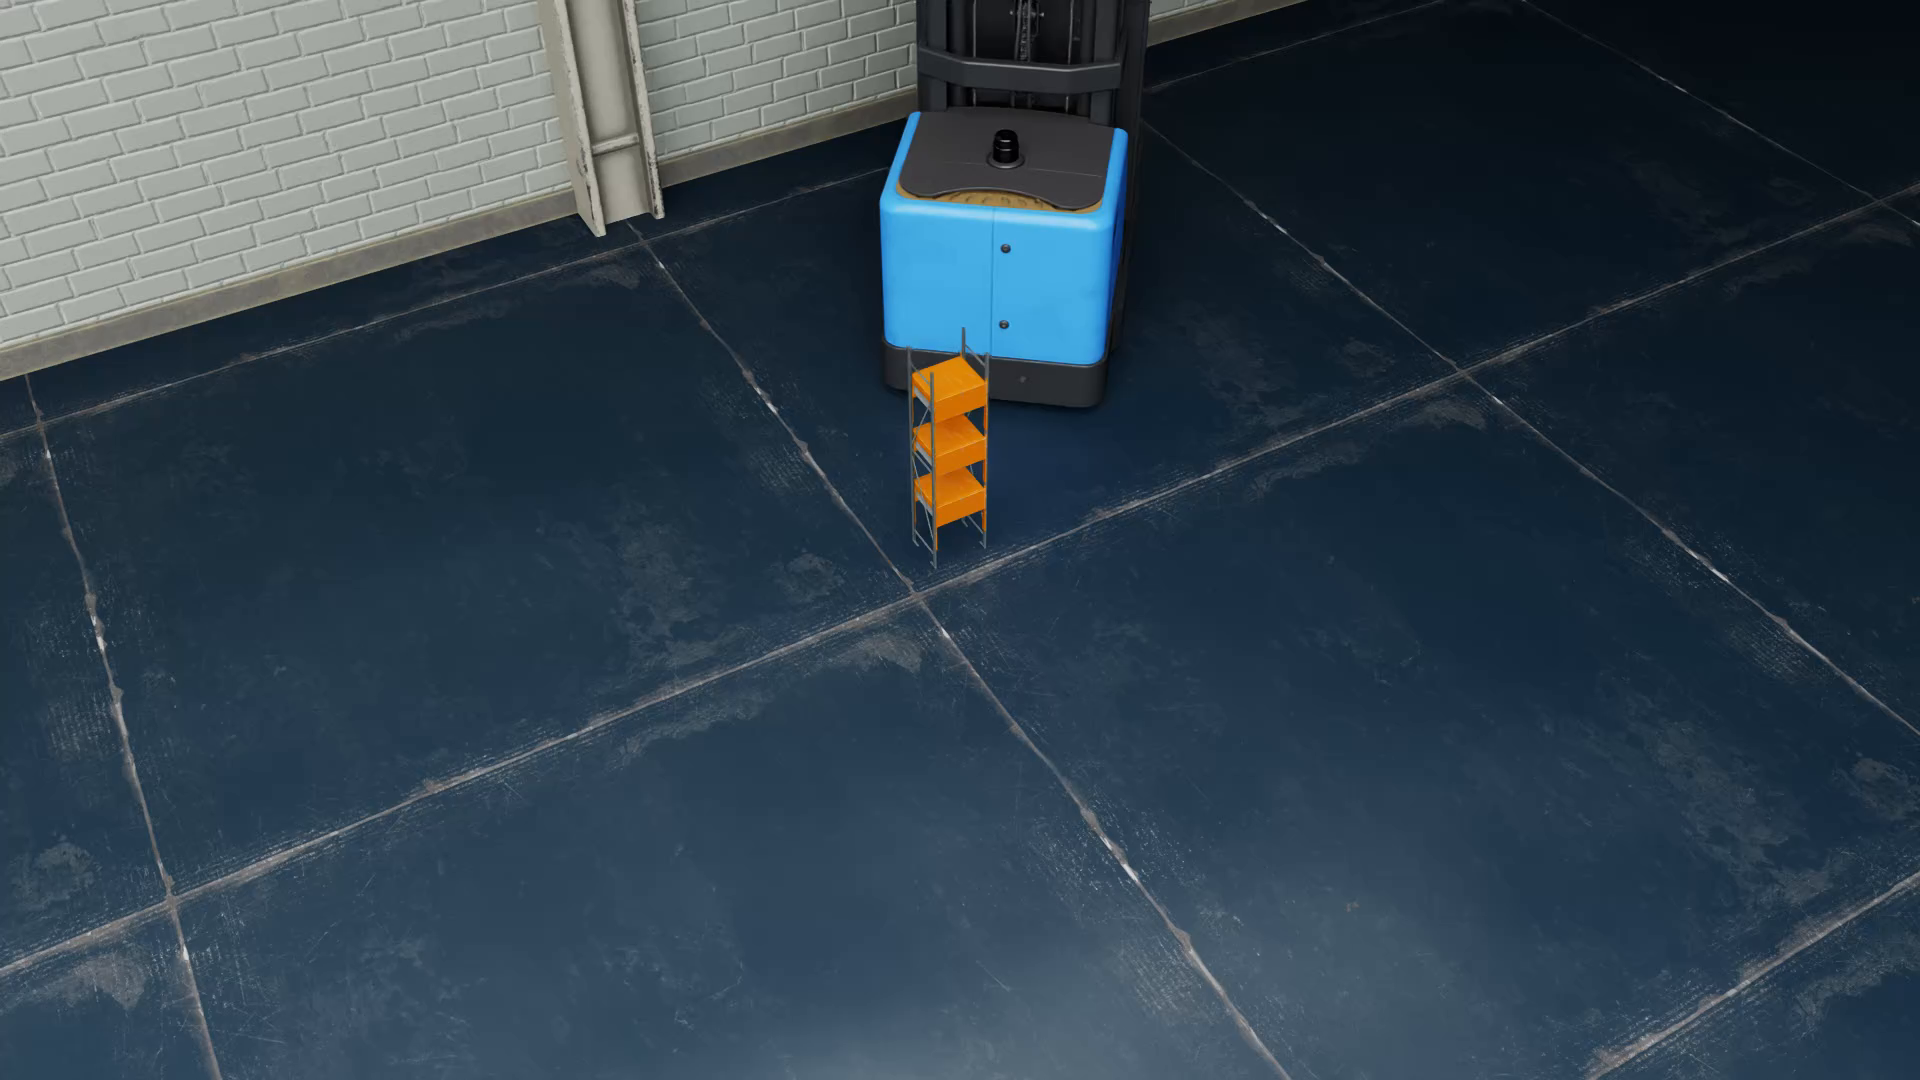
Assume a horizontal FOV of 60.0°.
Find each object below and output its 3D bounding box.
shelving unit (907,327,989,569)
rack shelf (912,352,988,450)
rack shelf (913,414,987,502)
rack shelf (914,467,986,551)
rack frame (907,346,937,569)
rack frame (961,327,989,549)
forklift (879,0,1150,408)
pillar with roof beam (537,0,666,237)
[{"bbox_3d":[-0.046,-0.358,6.795,0.252,1.050,0.215,-22,48,-21],"label":"shelving unit"},{"bbox_3d":[-0.046,-0.554,6.604,0.240,0.259,0.215,-22,48,-21],"label":"rack shelf"},{"bbox_3d":[-0.046,-0.351,6.802,0.240,0.259,0.215,-22,48,-21],"label":"rack shelf"},{"bbox_3d":[-0.046,-0.151,6.996,0.240,0.259,0.215,-22,48,-21],"label":"rack shelf"},{"bbox_3d":[-0.152,-0.316,6.751,0.008,1.050,0.200,-22,48,-21],"label":"rack frame"},{"bbox_3d":[0.059,-0.400,6.838,0.008,1.050,0.200,-22,48,-21],"label":"rack frame"},{"bbox_3d":[0.376,-2.701,7.858,1.130,2.935,3.031,6,44,6],"label":"forklift"},{"bbox_3d":[0.308,-2.401,3.192,0.400,9.000,9.100,-22,48,-21],"label":"pillar with roof beam"}]
